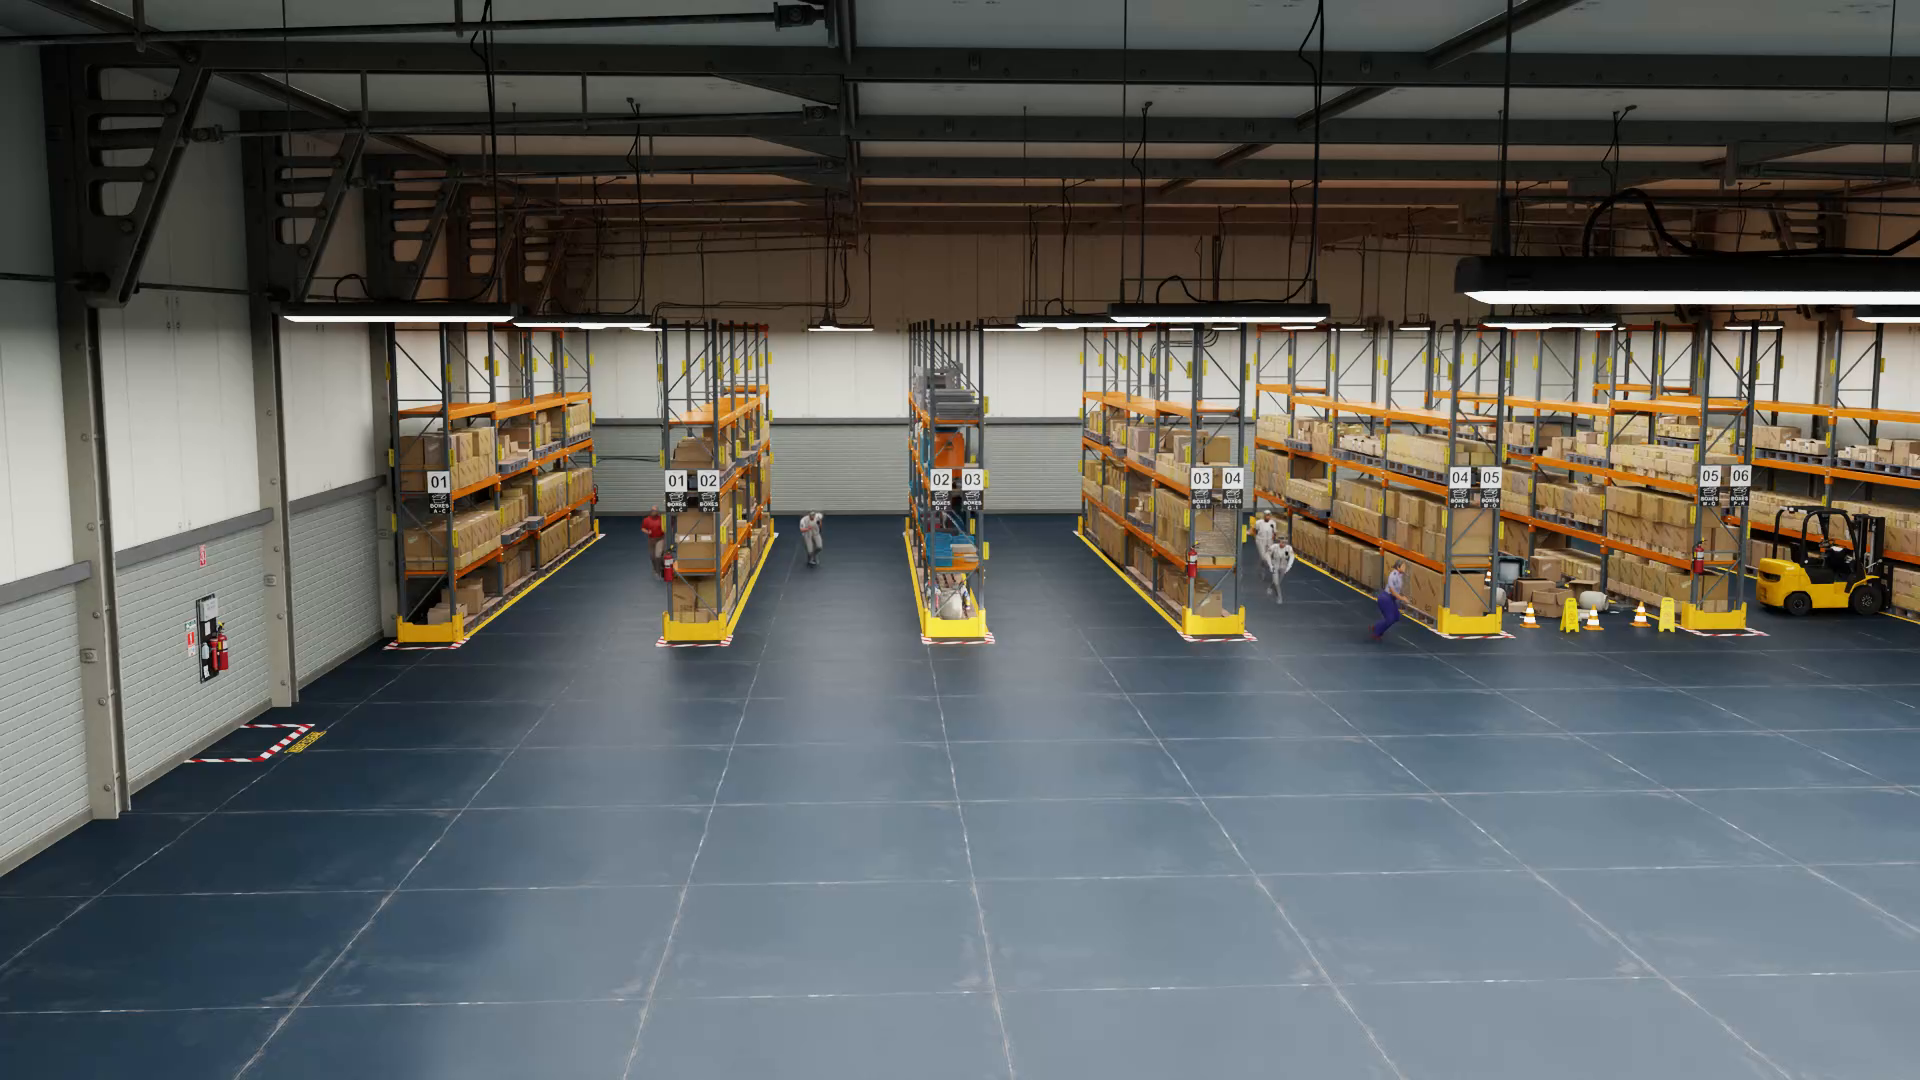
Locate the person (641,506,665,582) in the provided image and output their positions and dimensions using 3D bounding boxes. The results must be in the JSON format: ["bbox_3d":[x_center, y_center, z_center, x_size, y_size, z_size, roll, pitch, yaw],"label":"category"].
[{"bbox_3d":[-7.106,0.092,38.807,0.613,1.788,0.853,0,7,4],"label":"person"}]

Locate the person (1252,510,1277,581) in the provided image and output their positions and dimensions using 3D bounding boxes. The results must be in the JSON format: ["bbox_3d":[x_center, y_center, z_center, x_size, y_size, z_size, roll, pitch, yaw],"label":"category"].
[{"bbox_3d":[7.146,0.124,38.922,0.497,1.676,0.801,-2,7,-13],"label":"person"}]

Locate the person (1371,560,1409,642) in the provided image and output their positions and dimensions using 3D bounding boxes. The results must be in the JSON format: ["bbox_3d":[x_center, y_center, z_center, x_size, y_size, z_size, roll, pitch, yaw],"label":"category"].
[{"bbox_3d":[8.049,1.157,31.036,0.692,1.613,0.575,4,8,30],"label":"person"}]

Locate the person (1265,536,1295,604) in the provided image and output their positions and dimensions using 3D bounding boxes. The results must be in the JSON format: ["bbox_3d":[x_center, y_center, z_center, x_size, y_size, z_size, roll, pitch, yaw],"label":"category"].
[{"bbox_3d":[6.825,0.602,35.627,0.616,1.492,0.995,0,7,-3],"label":"person"}]

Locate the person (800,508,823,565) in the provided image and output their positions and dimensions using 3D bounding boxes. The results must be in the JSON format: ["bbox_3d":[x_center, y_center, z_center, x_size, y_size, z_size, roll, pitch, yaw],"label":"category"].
[{"bbox_3d":[-3.661,-0.086,41.206,0.681,1.466,1.026,-2,7,-18],"label":"person"}]
